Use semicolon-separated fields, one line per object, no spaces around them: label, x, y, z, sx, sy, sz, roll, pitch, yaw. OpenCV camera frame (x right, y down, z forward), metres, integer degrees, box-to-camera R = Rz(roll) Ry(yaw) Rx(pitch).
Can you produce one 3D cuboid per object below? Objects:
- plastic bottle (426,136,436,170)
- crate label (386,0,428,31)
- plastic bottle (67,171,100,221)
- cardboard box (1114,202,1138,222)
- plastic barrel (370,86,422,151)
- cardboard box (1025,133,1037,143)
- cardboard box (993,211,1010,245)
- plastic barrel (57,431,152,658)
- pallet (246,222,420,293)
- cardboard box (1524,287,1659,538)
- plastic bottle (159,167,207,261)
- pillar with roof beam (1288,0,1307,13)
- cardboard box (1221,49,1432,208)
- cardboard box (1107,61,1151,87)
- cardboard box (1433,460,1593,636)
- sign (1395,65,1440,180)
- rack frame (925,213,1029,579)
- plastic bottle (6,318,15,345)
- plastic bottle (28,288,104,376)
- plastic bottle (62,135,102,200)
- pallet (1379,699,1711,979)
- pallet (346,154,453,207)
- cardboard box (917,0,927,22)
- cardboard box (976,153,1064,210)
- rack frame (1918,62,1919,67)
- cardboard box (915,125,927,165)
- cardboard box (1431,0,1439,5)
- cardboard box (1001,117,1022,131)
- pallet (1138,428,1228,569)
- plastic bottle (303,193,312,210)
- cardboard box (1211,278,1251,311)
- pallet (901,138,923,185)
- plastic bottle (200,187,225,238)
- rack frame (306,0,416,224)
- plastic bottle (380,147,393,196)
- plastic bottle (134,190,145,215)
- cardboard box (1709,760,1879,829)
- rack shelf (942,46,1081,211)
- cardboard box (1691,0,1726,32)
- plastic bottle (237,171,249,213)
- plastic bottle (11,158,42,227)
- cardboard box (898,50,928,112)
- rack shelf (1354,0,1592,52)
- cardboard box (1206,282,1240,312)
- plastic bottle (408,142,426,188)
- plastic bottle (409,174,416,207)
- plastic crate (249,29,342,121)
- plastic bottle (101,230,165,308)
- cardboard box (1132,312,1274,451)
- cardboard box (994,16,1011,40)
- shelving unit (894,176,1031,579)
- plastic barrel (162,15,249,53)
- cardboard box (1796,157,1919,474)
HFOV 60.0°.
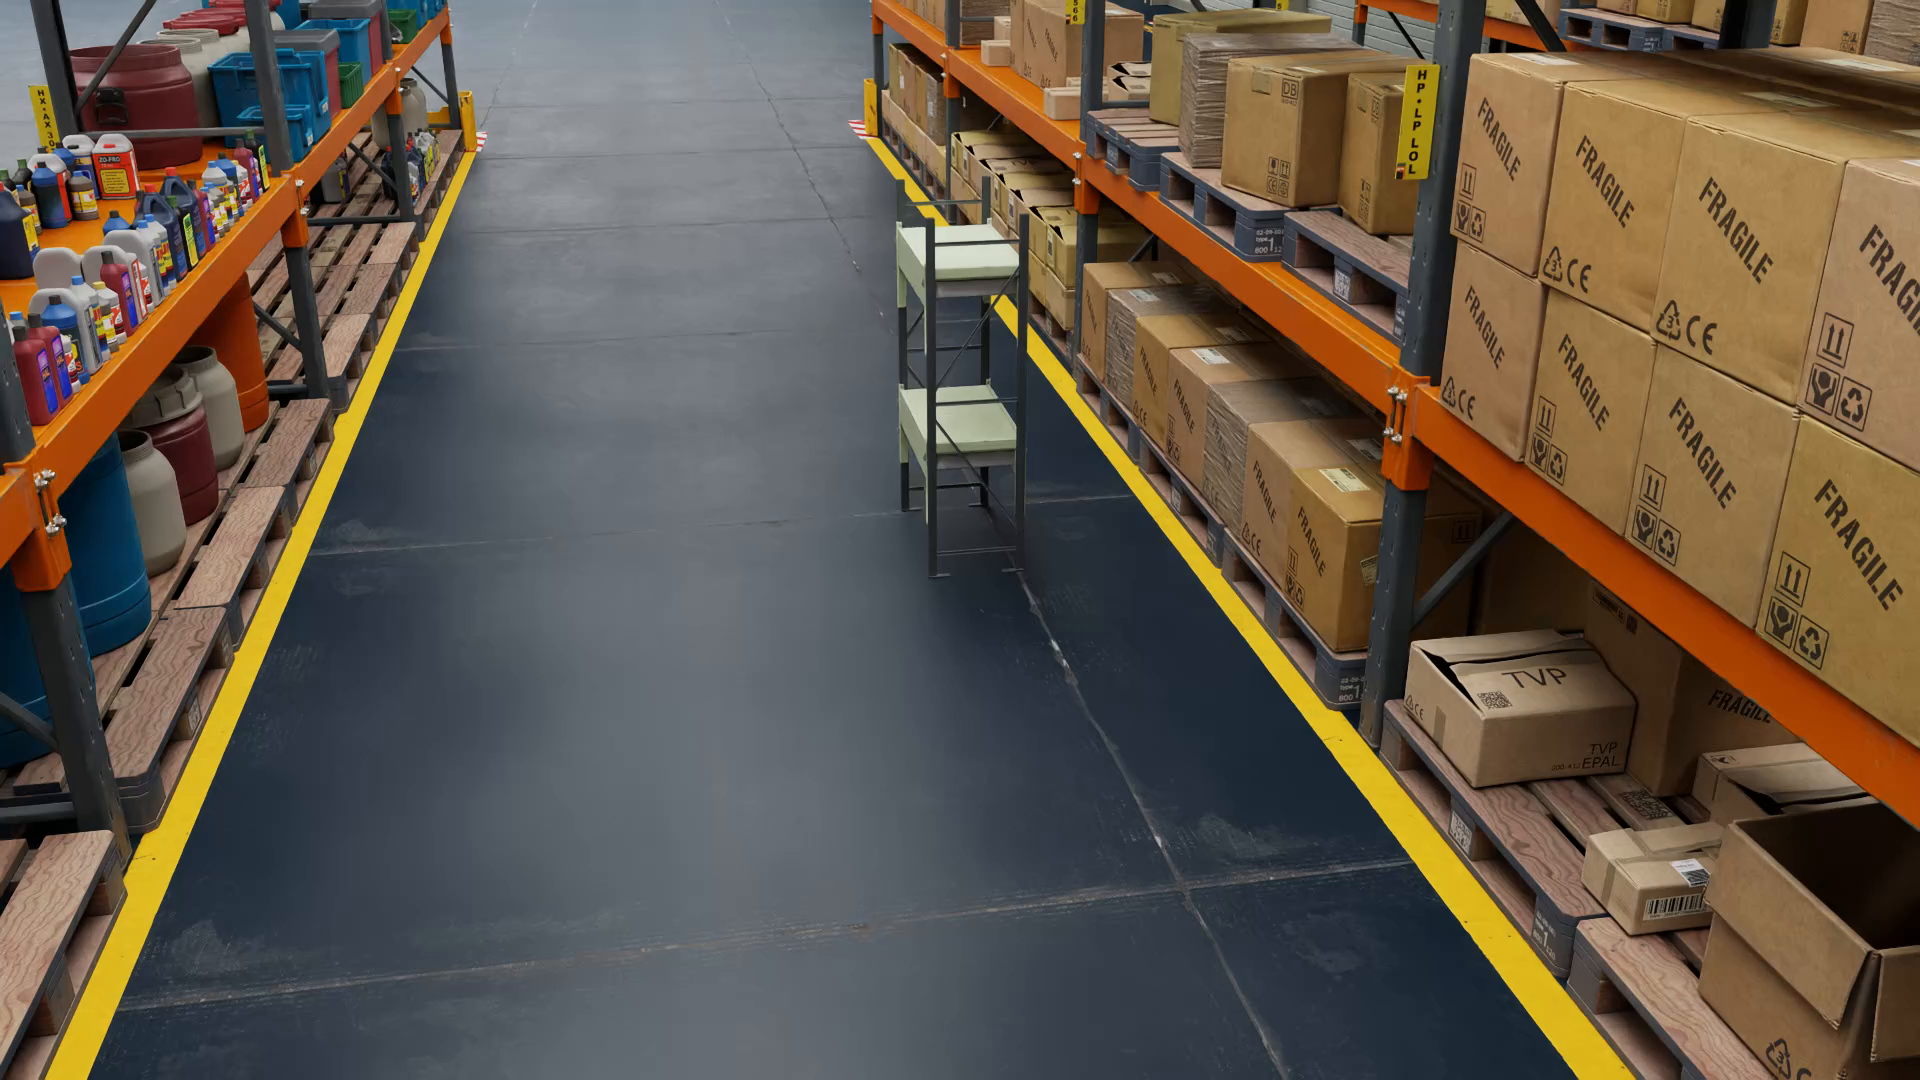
plastic bottle;-4.399;-3.186;13.649;0.152;0.276;0.135;-5;24;-11
crate label;-4.609;-4.390;13.510;0.502;0.435;0.616;-4;24;-10
plastic bottle;-3.769;-1.481;7.140;0.097;0.201;0.097;0;24;0
cardboard box;1.219;-1.919;10.107;0.500;0.311;0.500;-5;24;-11
plastic barrel;-4.925;-3.680;14.511;0.421;0.512;0.421;0;24;0
cardboard box;0.750;-2.921;12.400;0.500;0.311;0.500;-4;24;-10
cardboard box;0.509;-2.020;11.038;0.500;0.250;0.500;-4;24;-9
plastic barrel;-3.211;-0.082;5.788;0.600;0.901;0.708;-4;24;-10
pallet;-4.292;-1.921;11.384;1.003;0.211;1.213;-4;24;-10
cardboard box;1.797;-0.347;4.172;0.500;0.500;0.500;-4;24;-9
plastic bottle;-3.042;-1.266;6.462;0.144;0.351;0.185;-4;24;-10
pillar with roof beam;0.161;-10.390;19.797;9.100;9.000;0.400;-4;24;-10
cardboard box;1.485;-1.651;6.634;0.700;0.500;0.500;-11;26;-23
cardboard box;1.158;-2.622;9.616;0.500;0.311;0.500;-5;24;-10
cardboard box;2.023;0.013;6.047;0.500;0.500;0.500;-5;24;-12
sign;1.328;-1.211;4.828;0.100;0.325;0.005;-4;24;-10
rack frame;0.066;-0.546;6.626;0.400;1.500;0.023;-4;24;-10
plastic bottle;-2.750;-0.513;4.740;0.144;0.351;0.185;-4;24;-10
plastic bottle;-2.775;-0.655;5.157;0.152;0.276;0.135;-4;24;-10
plastic bottle;-3.973;-1.680;7.504;0.152;0.276;0.135;-4;24;-10
pallet;1.999;0.825;5.097;1.003;0.211;1.213;-4;24;-10
pallet;-4.787;-2.975;13.797;1.003;0.211;1.213;-4;24;-10
cardboard box;0.016;-4.695;14.128;0.700;0.500;0.500;-4;24;-8
cardboard box;0.409;-2.477;11.384;0.500;0.311;0.500;-5;24;-11
rack frame;6.001;-2.664;9.603;1.000;3.000;0.127;-4;24;-10
cardboard box;-0.097;-3.361;14.109;0.500;0.250;0.500;-4;24;-10
cardboard box;4.589;-4.933;14.960;0.500;0.250;0.500;-4;24;-9
cardboard box;0.615;-3.351;13.149;0.500;0.500;0.500;-4;24;-10
pallet;1.456;-0.243;7.543;1.003;0.211;1.213;-4;24;-10
plastic bottle;-4.849;-2.543;12.272;0.097;0.201;0.097;0;24;0
cardboard box;1.551;-1.324;8.169;0.500;0.250;0.500;-3;24;-8
pallet;0.058;-3.389;14.745;1.003;0.211;1.213;-4;24;-10
plastic bottle;-3.087;-1.345;6.831;0.097;0.201;0.097;0;24;0
rack frame;-4.475;-3.504;11.526;1.000;3.000;0.127;-4;24;-10
plastic bottle;-4.358;-2.830;12.741;0.144;0.351;0.185;-4;24;-10
plastic bottle;-3.138;-1.217;6.435;0.061;0.283;0.133;-4;24;-10
cardboard box;2.395;0.806;4.467;0.500;0.311;0.500;-4;24;-10
rack shelf;0.763;-2.753;10.705;1.077;0.370;4.000;-4;24;-10
cardboard box;5.570;-3.805;11.541;0.700;0.500;0.500;-1;24;-2
plastic bottle;-3.178;-1.537;7.269;0.097;0.201;0.097;0;24;0
plastic bottle;-3.908;-1.445;6.958;0.061;0.283;0.133;-4;24;-10
cardboard box;-0.266;-4.099;14.862;0.500;0.500;0.500;-4;24;-10
rack shelf;4.891;-4.695;15.150;1.077;0.370;4.000;-4;24;-10
cardboard box;1.537;-1.002;8.370;0.500;0.500;0.500;-3;24;-8
plastic bottle;-4.252;-2.915;12.936;0.144;0.351;0.185;-5;24;-12
plastic bottle;-4.103;-2.614;12.346;0.097;0.271;0.097;0;24;0
plastic crate;-3.734;-2.619;9.418;0.402;0.464;0.583;-4;24;-10
plastic bottle;-2.921;-0.967;5.870;0.152;0.276;0.135;-4;24;-10
cardboard box;1.126;-0.749;7.791;0.500;0.500;0.500;-5;24;-10
cardboard box;0.527;-3.610;11.956;0.500;0.250;0.500;-3;24;-6
shelving unit;-0.001;-0.690;6.956;0.431;1.500;0.755;-4;24;-10
plastic barrel;-4.298;-2.715;9.550;0.433;0.535;0.433;0;24;0
cardboard box;1.970;-0.413;3.073;0.500;0.500;0.500;-4;24;-8
